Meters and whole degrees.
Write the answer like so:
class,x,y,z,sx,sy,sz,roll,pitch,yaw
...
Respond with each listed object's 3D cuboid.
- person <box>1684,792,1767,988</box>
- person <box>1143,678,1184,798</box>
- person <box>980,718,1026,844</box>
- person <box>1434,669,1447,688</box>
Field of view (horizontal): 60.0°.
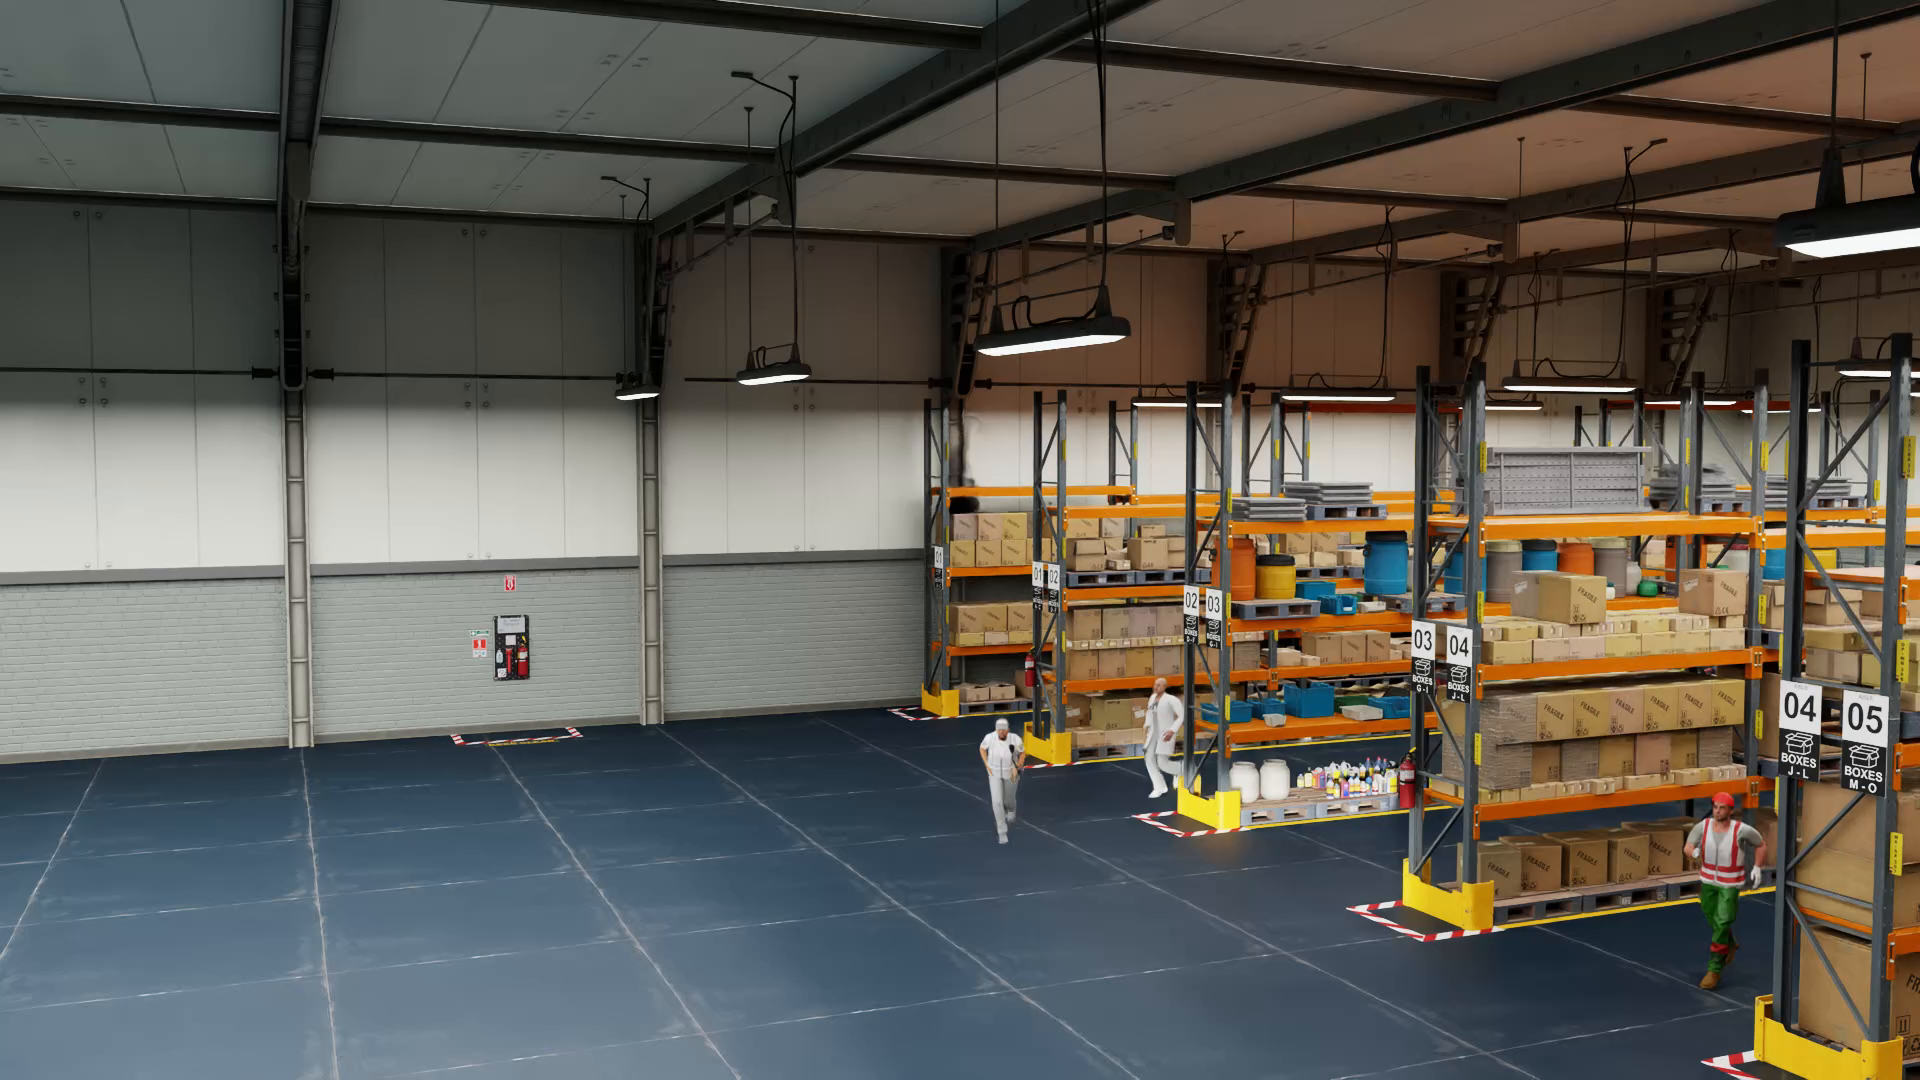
class,x,y,z,sx,sy,sz,roll,pitch,yaw
person,7.303,3.300,15.949,0.944,1.798,0.664,-3,5,-43
person,3.019,2.889,24.375,0.714,1.769,0.741,-3,5,-42
person,0.566,3.089,21.780,0.608,1.614,0.896,1,3,10
person,9.303,2.403,32.068,0.782,1.740,0.674,-2,4,-26
